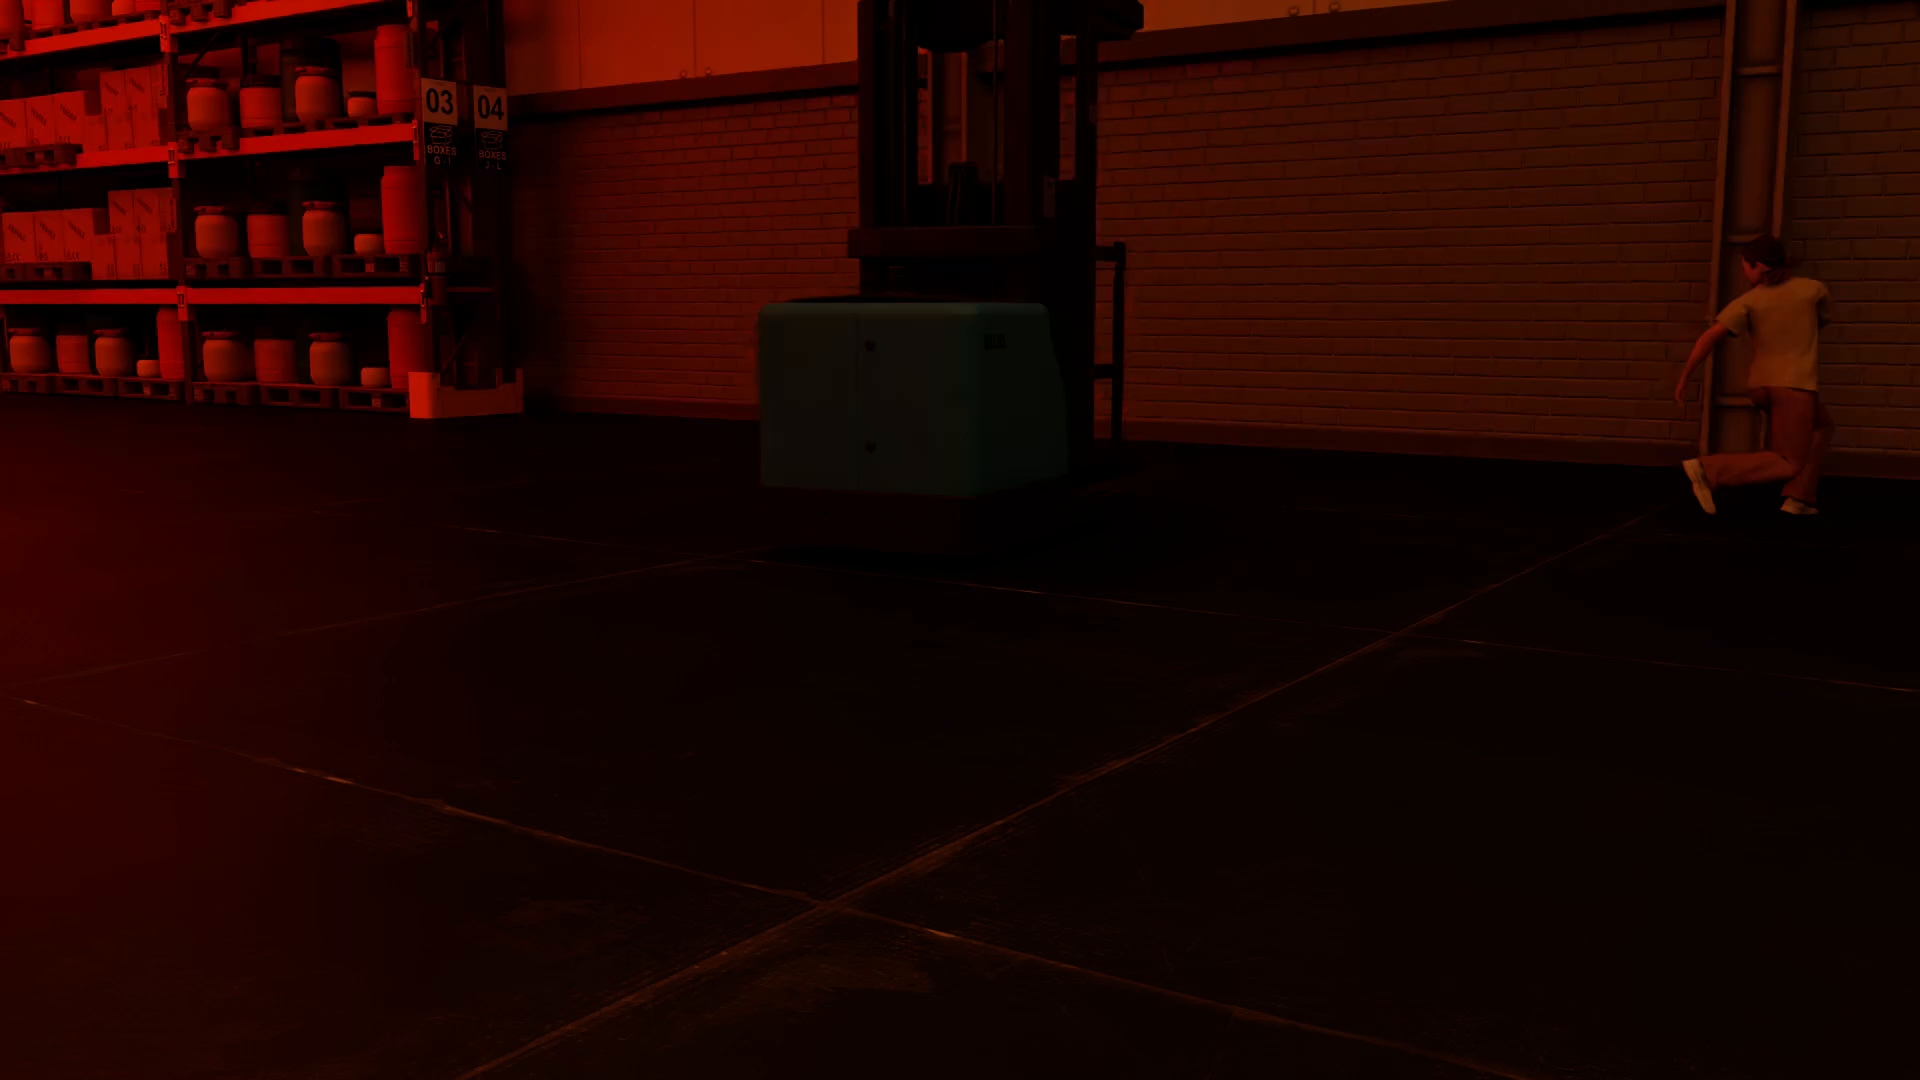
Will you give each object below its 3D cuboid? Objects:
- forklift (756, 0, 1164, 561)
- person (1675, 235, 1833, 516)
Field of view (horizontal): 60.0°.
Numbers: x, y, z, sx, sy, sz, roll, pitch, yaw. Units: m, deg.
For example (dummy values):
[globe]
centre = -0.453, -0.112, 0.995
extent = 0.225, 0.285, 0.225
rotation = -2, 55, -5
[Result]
[forklift]
centre = 0.211, -1.533, 7.975
extent = 1.130, 2.935, 3.031
rotation = 4, 9, 24
[person]
centre = 4.049, -0.814, 8.420
extent = 0.892, 1.445, 0.574
rotation = -4, 9, -29
